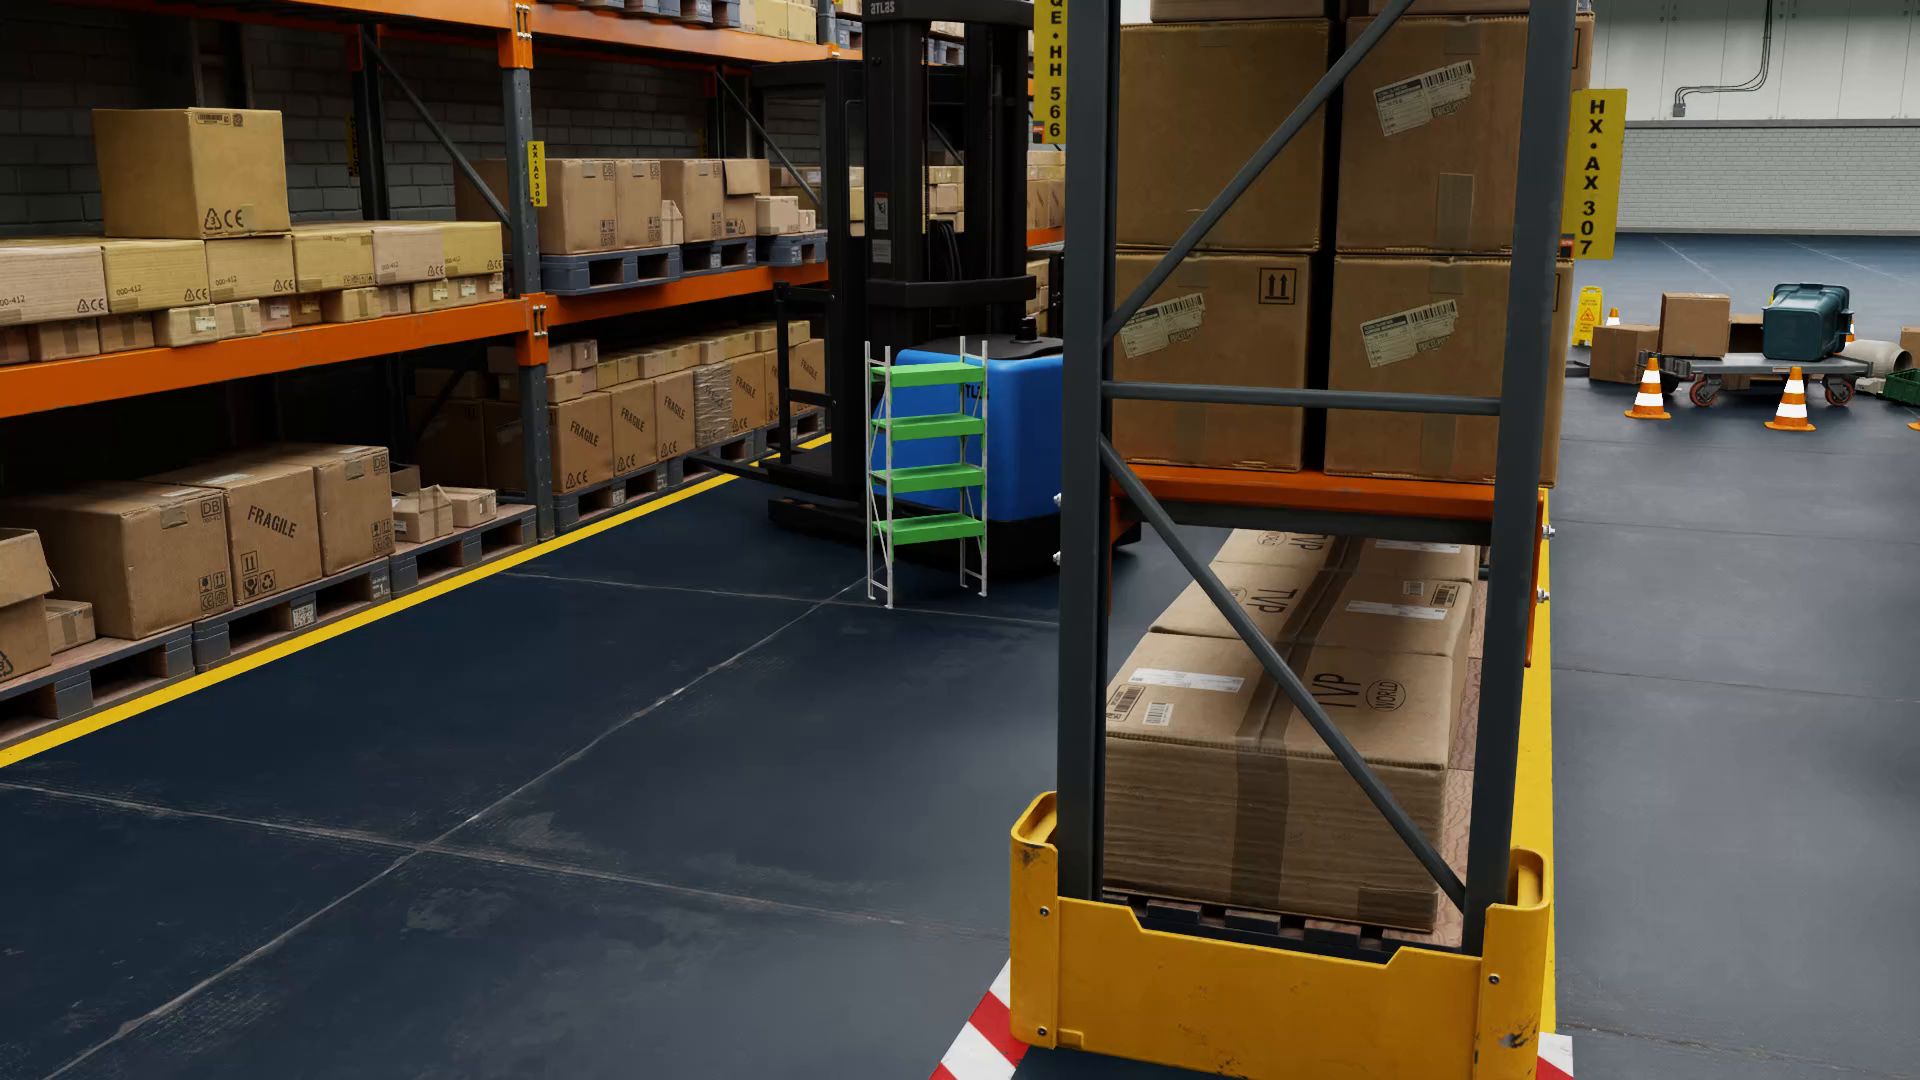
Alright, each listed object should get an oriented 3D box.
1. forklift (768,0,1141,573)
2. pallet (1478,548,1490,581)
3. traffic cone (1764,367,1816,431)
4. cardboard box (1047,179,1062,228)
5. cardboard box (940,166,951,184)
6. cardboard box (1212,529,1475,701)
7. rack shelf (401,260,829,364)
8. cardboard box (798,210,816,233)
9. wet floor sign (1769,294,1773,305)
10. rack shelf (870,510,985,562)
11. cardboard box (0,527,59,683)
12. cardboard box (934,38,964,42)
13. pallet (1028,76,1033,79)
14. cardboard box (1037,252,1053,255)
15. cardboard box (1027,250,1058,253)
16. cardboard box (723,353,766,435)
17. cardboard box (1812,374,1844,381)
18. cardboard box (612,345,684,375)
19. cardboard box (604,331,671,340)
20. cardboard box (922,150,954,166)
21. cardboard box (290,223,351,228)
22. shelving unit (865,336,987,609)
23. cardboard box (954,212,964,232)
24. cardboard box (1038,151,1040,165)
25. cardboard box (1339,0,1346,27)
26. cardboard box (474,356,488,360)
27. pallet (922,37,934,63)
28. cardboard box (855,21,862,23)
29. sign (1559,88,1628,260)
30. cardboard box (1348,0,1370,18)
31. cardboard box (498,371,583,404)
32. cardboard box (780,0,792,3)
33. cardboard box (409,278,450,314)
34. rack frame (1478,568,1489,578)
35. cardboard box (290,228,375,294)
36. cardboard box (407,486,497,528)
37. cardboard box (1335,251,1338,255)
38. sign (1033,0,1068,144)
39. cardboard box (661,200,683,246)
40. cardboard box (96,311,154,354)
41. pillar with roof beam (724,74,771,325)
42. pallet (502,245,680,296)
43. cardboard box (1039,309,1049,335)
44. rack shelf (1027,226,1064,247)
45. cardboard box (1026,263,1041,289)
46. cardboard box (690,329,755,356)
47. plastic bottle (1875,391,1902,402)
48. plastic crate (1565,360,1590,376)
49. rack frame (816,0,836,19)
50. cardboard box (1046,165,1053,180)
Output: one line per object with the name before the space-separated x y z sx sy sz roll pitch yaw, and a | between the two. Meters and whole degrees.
forklift | -0.422 -1.531 9.110 1.130 2.935 3.031 -12 17 -41
pallet | 2.188 0.054 8.276 1.003 0.211 1.213 4 14 18
traffic cone | 6.374 -1.090 12.724 0.336 0.463 0.334 4 14 18
cardboard box | 0.789 -3.624 17.899 0.500 0.500 0.500 4 14 19
cardboard box | -0.299 -3.237 14.745 0.380 0.149 0.250 4 13 17
cardboard box | 1.416 0.220 6.097 0.875 0.438 0.875 4 13 17
rack shelf | -2.041 -1.564 10.717 1.077 0.370 4.000 4 14 18
cardboard box | -1.243 -2.252 11.737 0.380 0.149 0.250 5 14 19
wet floor sign | 8.745 -2.330 17.745 0.267 0.644 0.232 2 13 9
rack shelf | -0.153 -0.022 7.752 0.480 0.148 0.258 -7 14 -27
cardboard box | -3.695 0.239 5.868 0.797 0.503 0.637 4 13 16
cardboard box | -0.103 -4.681 15.046 0.500 0.311 0.500 4 13 17
pallet | 0.548 -5.035 17.765 1.003 0.211 1.213 4 14 18
cardboard box | 1.181 -3.145 19.014 0.500 0.250 0.500 5 14 19
cardboard box | 0.860 -3.285 19.627 0.500 0.250 0.500 4 13 18
cardboard box | -1.666 -1.003 11.314 0.500 0.500 0.500 5 14 21
cardboard box | 8.128 -1.648 15.613 0.396 0.266 0.258 7 15 28
cardboard box | -1.957 -1.132 10.423 0.380 0.149 0.250 5 14 20
cardboard box | -2.188 -1.330 11.290 0.380 0.149 0.250 4 13 17
cardboard box | -0.282 -3.777 16.446 0.380 0.149 0.250 4 14 19
cardboard box | -3.260 -1.375 7.939 0.500 0.250 0.500 4 14 18
shelving unit | -0.153 -0.318 7.684 0.503 1.200 0.258 -7 14 -27
cardboard box | -0.173 -2.874 15.176 0.500 0.250 0.500 4 14 18
cardboard box | 0.626 -4.011 17.470 0.380 0.149 0.250 4 14 18
cardboard box | 0.826 -1.403 4.466 0.380 0.149 0.250 5 14 20
cardboard box | -2.691 -1.002 9.853 0.380 0.149 0.250 5 14 19
pallet | -0.900 -4.091 13.856 1.003 0.211 1.213 5 14 21
cardboard box | -0.860 -4.349 13.168 0.700 0.500 0.500 4 13 17
sign | 1.239 -0.715 3.254 0.100 0.325 0.005 4 14 18
cardboard box | 1.110 -1.263 3.850 0.380 0.149 0.250 5 14 20
cardboard box | -2.320 -0.853 9.199 0.380 0.149 0.250 5 14 21
cardboard box | -1.383 -3.775 11.485 0.380 0.149 0.250 4 13 17
cardboard box | -2.677 -1.173 7.952 0.380 0.149 0.250 5 14 20
rack frame | 2.010 -1.137 7.230 1.000 3.000 0.127 4 14 18
cardboard box | -2.944 -1.230 7.307 0.500 0.250 0.500 4 14 18
cardboard box | -2.591 -0.170 8.456 0.380 0.149 0.250 4 13 17
cardboard box | 0.798 -0.569 4.516 0.500 0.500 0.500 4 13 17
sign | 0.207 -1.017 3.569 0.100 0.325 0.005 4 14 18
cardboard box | -1.876 -1.898 9.921 0.396 0.266 0.258 5 14 21
cardboard box | -3.305 -0.799 6.310 0.380 0.149 0.250 5 14 19
pillar with roof beam | 2.248 -5.290 11.944 9.100 9.000 0.400 4 14 18
pallet | -2.326 -1.561 9.517 1.003 0.211 1.213 4 14 18
cardboard box | 0.671 -2.338 17.726 0.500 0.250 0.500 5 14 19
rack shelf | 0.547 -3.249 18.097 1.077 0.370 4.000 4 14 18
cardboard box | 0.529 -2.716 17.136 0.500 0.250 0.500 4 14 18
cardboard box | -1.628 -1.352 11.386 0.380 0.149 0.250 5 14 20
plastic bottle | 7.976 -1.221 14.200 0.133 0.061 0.283 -3 13 -11
plastic crate | 5.882 -1.670 16.125 0.402 0.080 0.583 0 13 -1
rack frame | -1.394 -5.261 11.815 1.000 3.000 0.127 4 14 18
cardboard box | 0.771 -3.916 17.720 0.380 0.149 0.250 4 13 17
